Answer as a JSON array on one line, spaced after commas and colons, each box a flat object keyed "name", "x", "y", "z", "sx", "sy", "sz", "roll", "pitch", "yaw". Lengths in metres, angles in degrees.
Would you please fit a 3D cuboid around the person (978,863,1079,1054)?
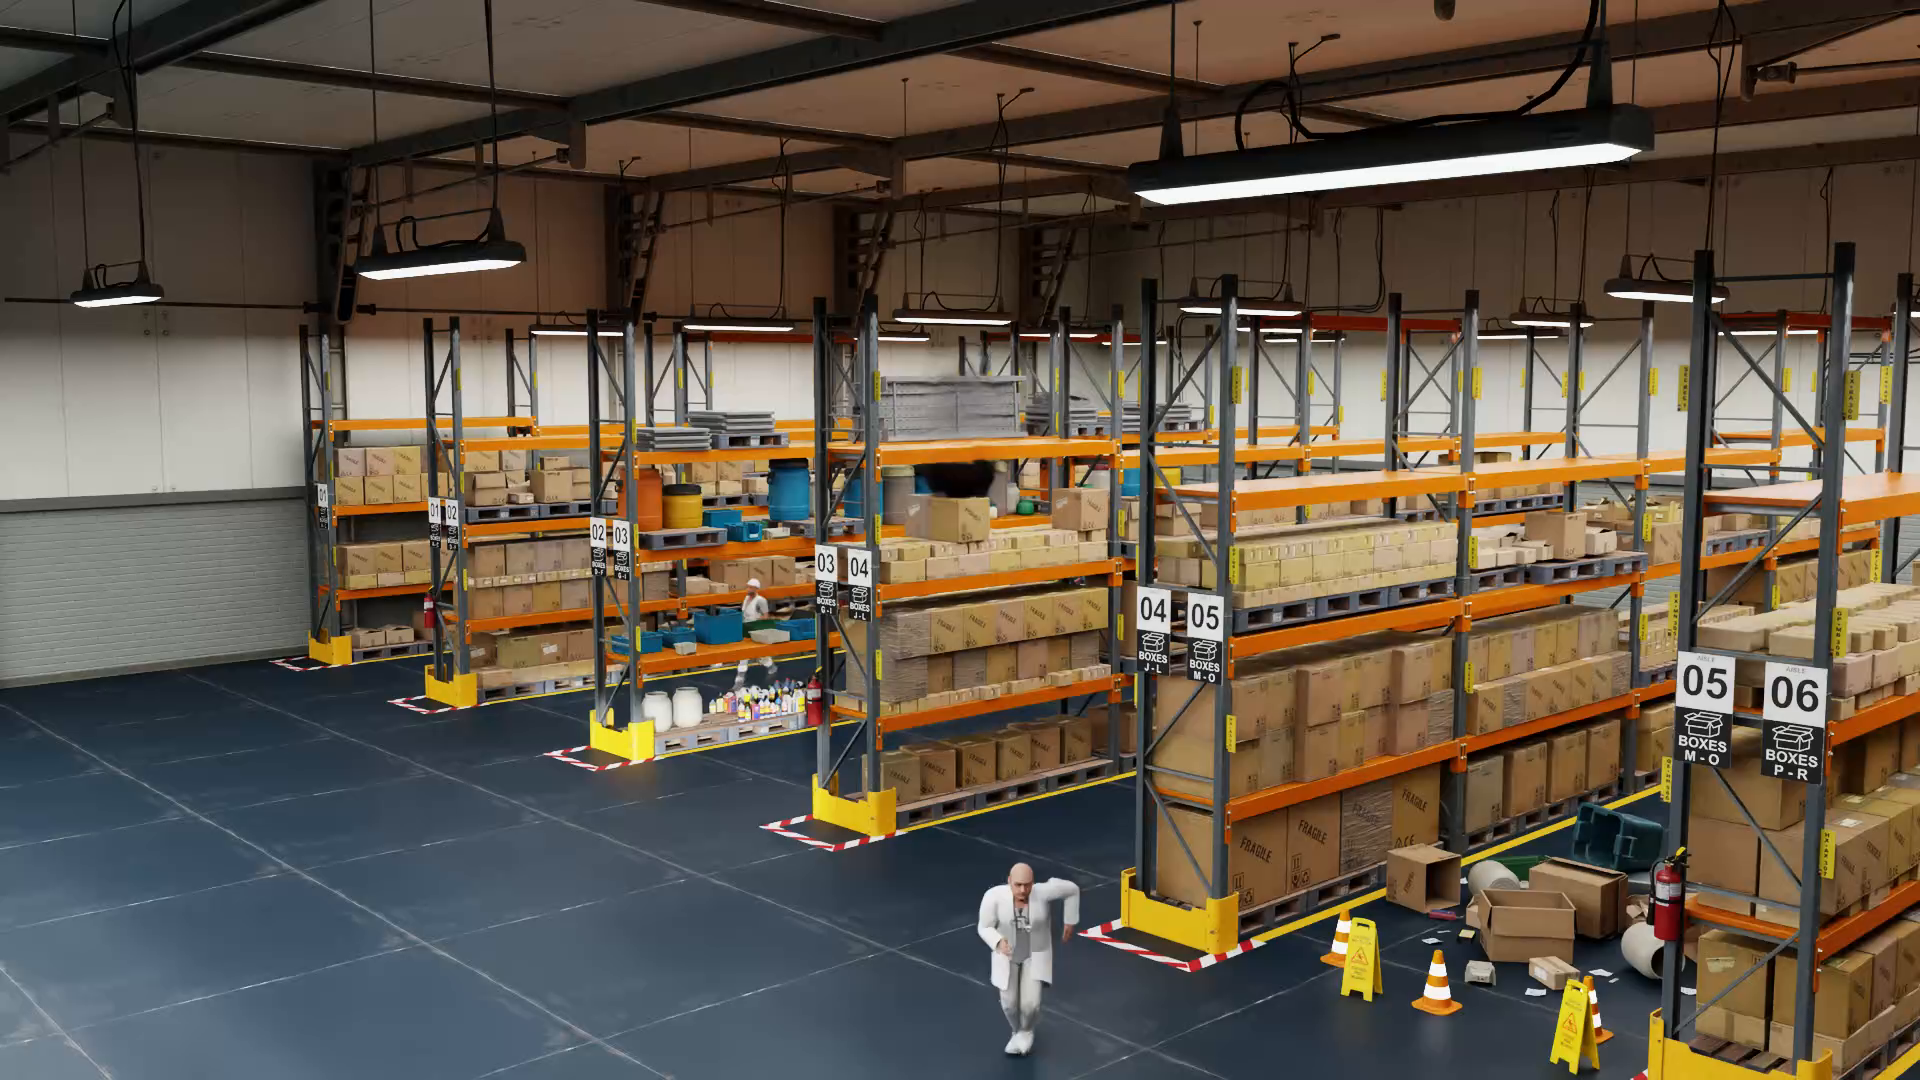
[{"name": "person", "x": 0.509, "y": 3.116, "z": 12.333, "sx": 0.742, "sy": 1.613, "sz": 0.972, "roll": 0, "pitch": 6, "yaw": 4}]

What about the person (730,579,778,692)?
[{"name": "person", "x": -3.352, "y": 1.523, "z": 27.082, "sx": 0.652, "sy": 1.805, "sz": 0.983, "roll": 4, "pitch": 7, "yaw": 38}]

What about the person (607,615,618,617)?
[{"name": "person", "x": -6.310, "y": 1.240, "z": 30.605, "sx": 0.669, "sy": 1.684, "sz": 0.760, "roll": 5, "pitch": 7, "yaw": 39}]
